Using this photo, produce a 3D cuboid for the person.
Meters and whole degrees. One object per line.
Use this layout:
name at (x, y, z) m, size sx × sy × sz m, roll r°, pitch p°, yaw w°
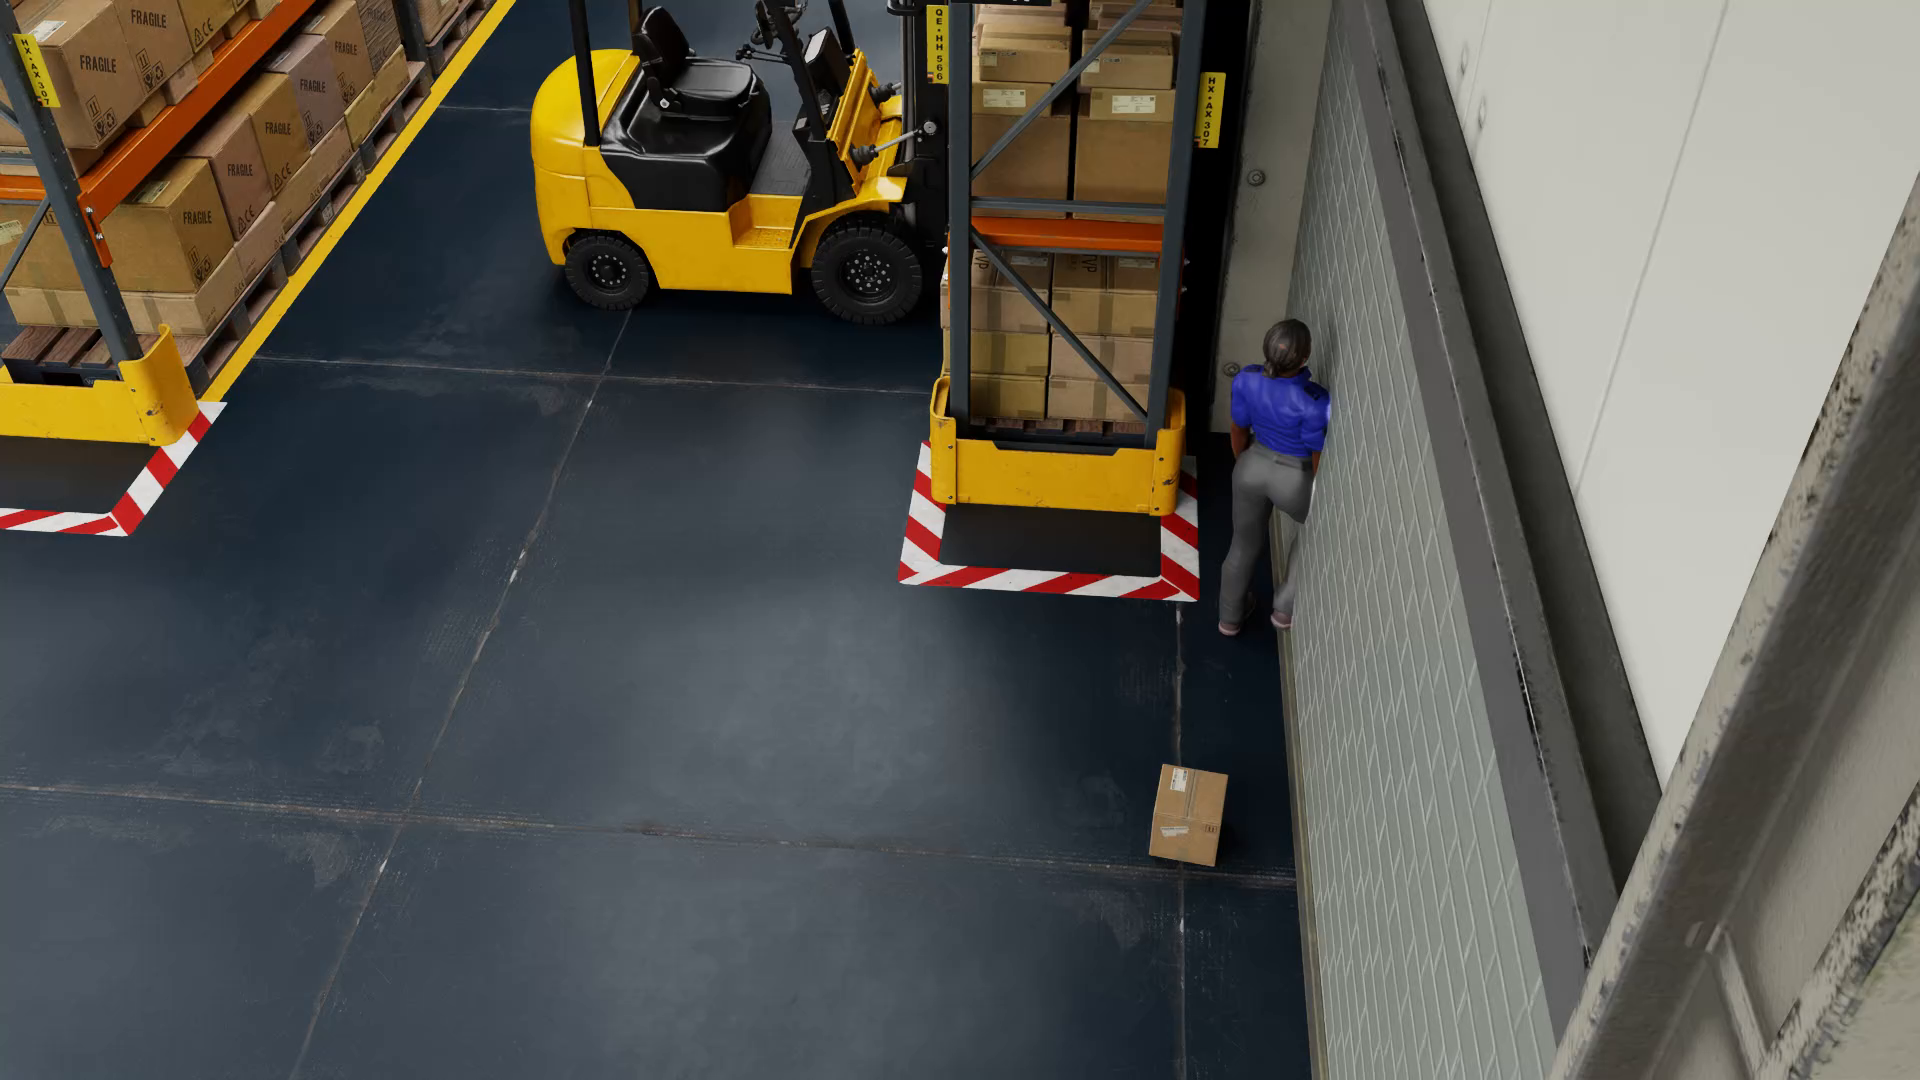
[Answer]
person at (1.317, -0.244, 6.754) m, size 0.447 × 1.638 × 0.523 m, roll 24°, pitch 46°, yaw 25°
